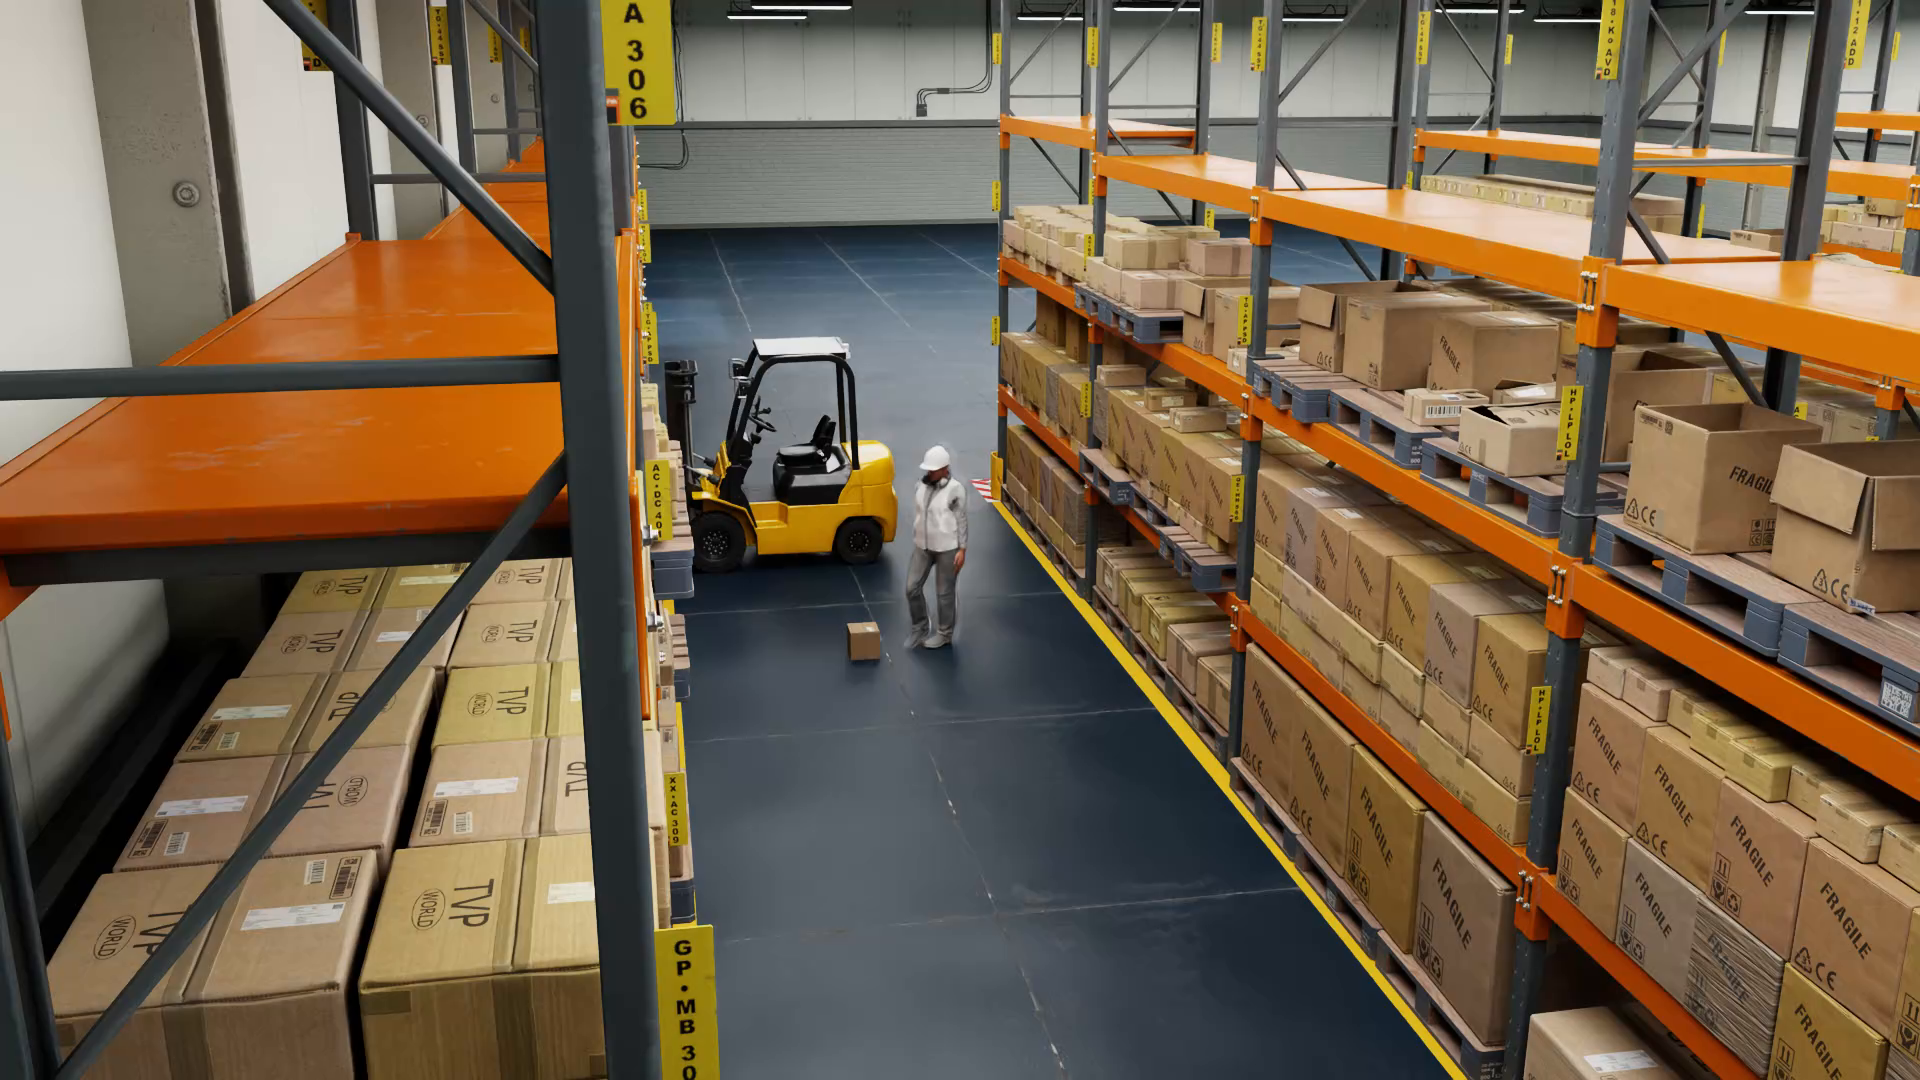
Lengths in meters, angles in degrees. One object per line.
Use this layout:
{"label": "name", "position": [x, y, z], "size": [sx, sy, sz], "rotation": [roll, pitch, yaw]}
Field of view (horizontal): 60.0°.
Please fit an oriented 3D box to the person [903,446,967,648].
{"label": "person", "position": [-0.210, 0.089, 14.217], "size": [0.563, 1.811, 0.454], "rotation": [9, 19, 29]}
